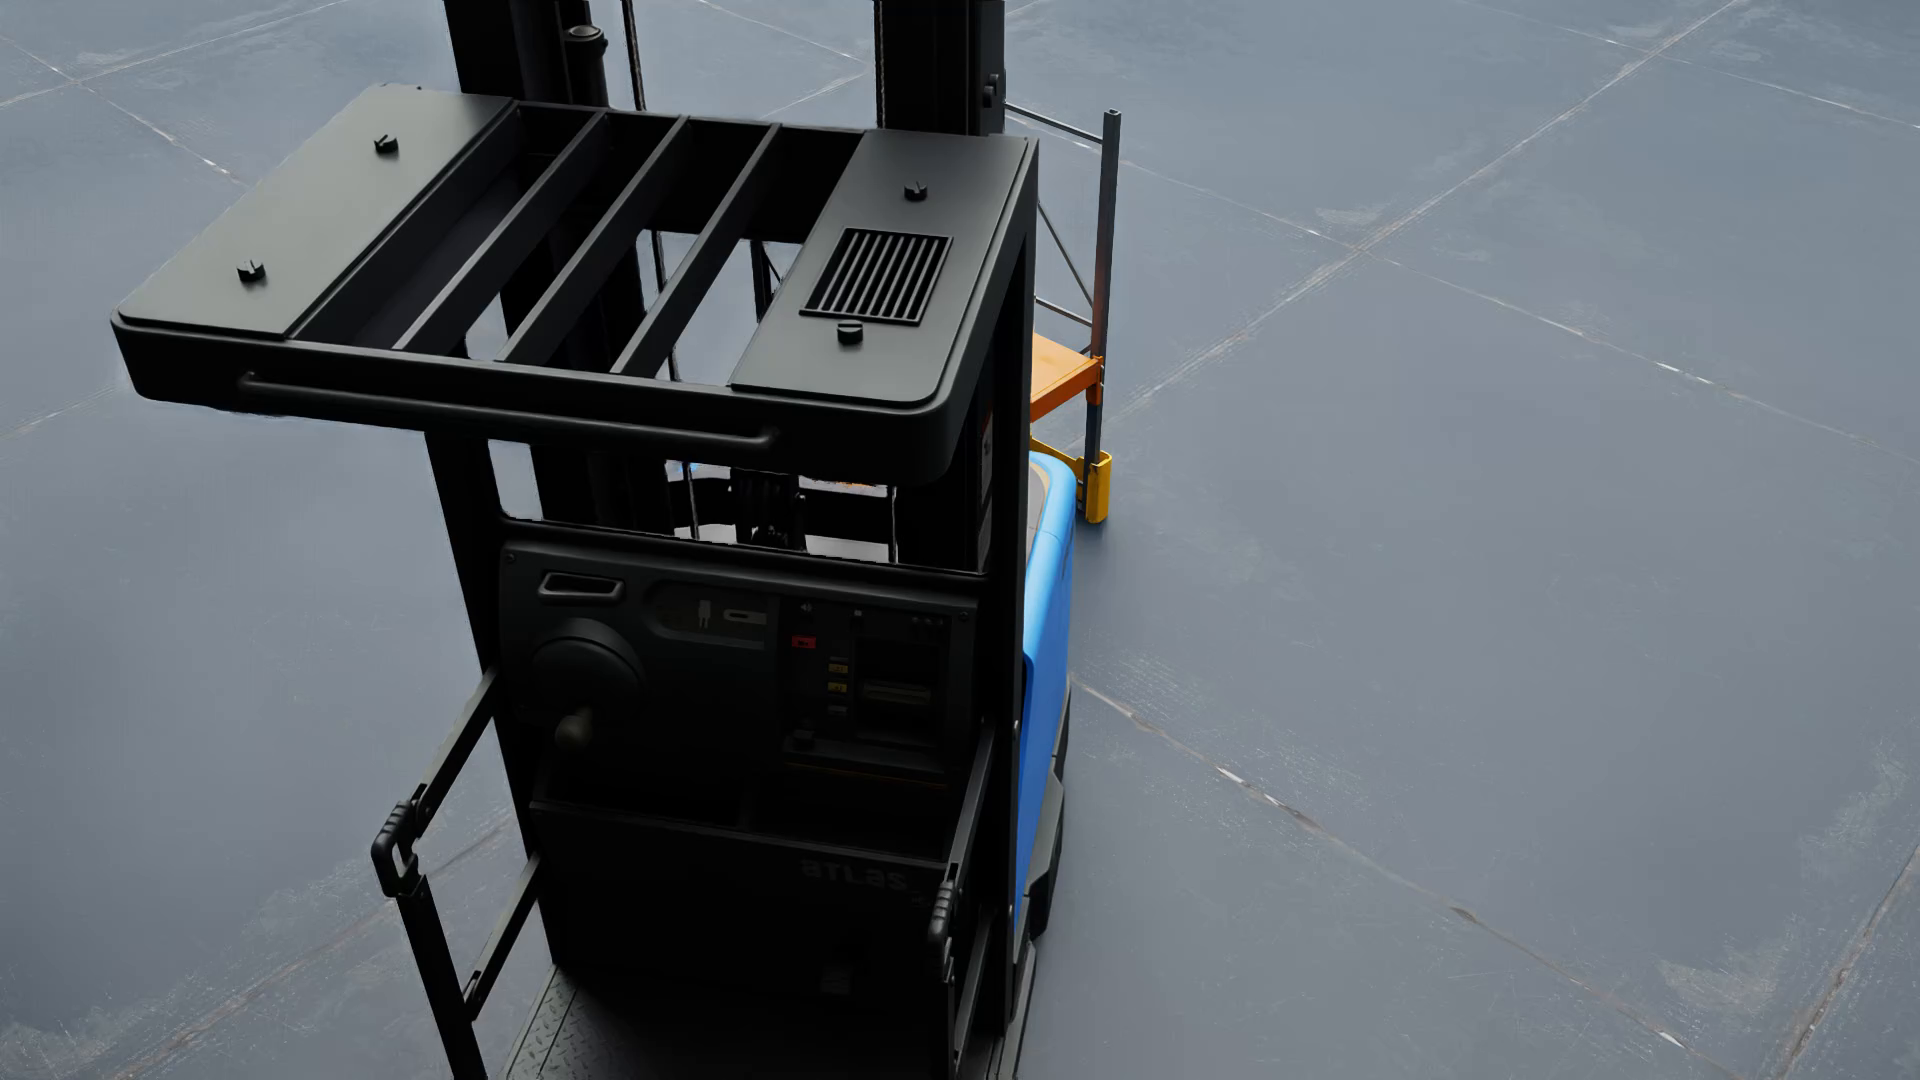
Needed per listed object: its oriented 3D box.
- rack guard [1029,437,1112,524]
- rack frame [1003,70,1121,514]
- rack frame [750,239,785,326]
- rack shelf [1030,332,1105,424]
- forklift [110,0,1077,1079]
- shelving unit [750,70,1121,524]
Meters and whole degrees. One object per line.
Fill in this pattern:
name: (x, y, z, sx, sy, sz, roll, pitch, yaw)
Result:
rack guard: (0.285, -0.292, 5.916, 0.587, 0.250, 0.087, 30, 47, 32)
rack frame: (0.285, -0.781, 5.528, 0.500, 1.500, 0.032, 30, 47, 32)
rack frame: (-0.401, -0.314, 4.940, 0.500, 1.500, 0.032, 30, 47, 32)
rack shelf: (-0.058, -0.407, 5.346, 0.538, 0.185, 1.000, 30, 47, 32)
forklift: (-0.469, 0.316, 2.998, 1.130, 2.935, 3.031, 7, 39, 9)
shelving unit: (-0.051, -0.552, 5.239, 0.587, 1.500, 1.083, 30, 47, 32)
